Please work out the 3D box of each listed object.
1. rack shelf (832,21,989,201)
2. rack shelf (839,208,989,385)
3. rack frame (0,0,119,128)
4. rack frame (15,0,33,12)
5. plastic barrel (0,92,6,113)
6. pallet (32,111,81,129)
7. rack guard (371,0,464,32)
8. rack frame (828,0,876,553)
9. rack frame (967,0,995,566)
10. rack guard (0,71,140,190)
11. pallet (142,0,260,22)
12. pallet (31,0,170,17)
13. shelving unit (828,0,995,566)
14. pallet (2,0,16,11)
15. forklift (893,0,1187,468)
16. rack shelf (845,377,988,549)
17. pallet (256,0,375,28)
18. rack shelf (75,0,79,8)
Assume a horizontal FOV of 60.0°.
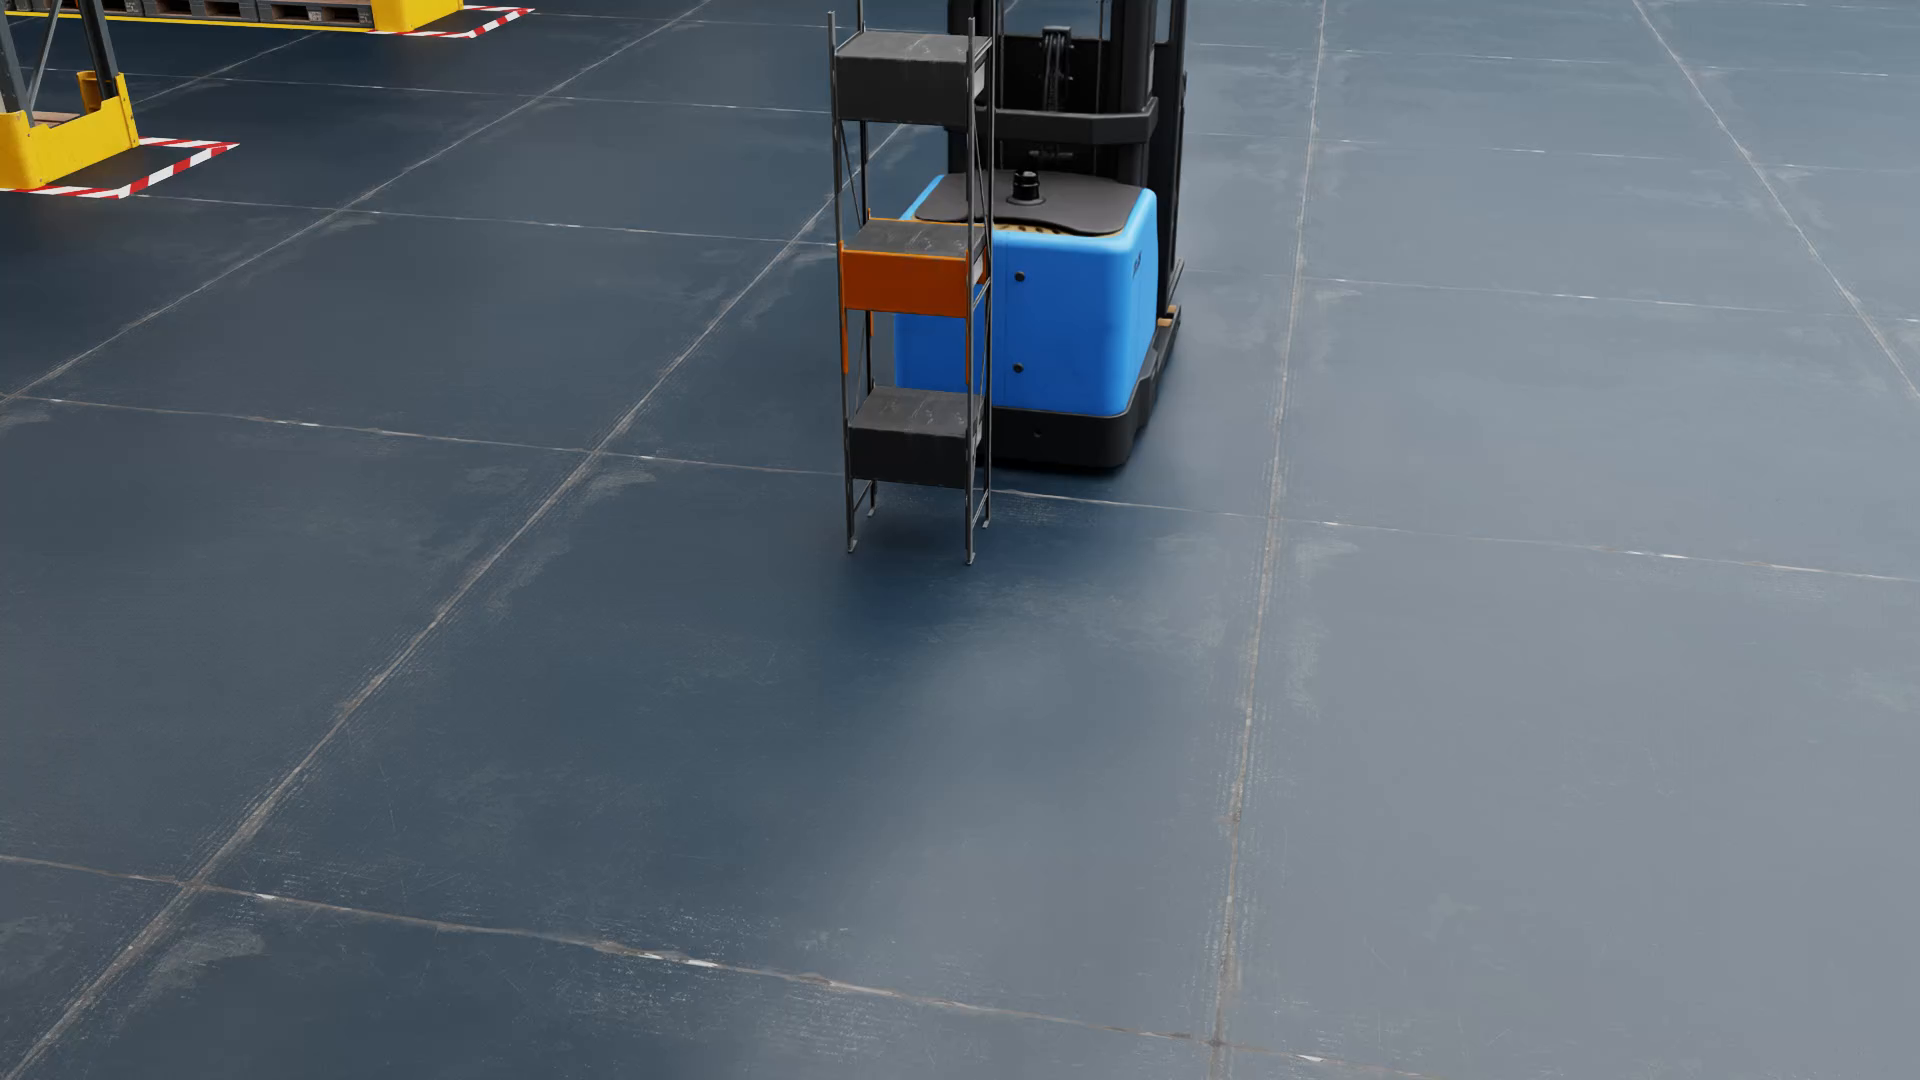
[{"bbox_3d":[-0.162,-1.540,5.947,0.480,0.518,0.431,6,29,11],"label":"rack shelf"},{"bbox_3d":[-0.162,-0.926,6.283,0.480,0.518,0.431,6,29,11],"label":"rack shelf"},{"bbox_3d":[-6.077,-3.926,10.798,0.127,3.000,1.000,6,29,11],"label":"rack frame"},{"bbox_3d":[-8.955,-6.653,15.779,0.127,3.000,1.000,6,29,11],"label":"rack frame"},{"bbox_3d":[-6.737,-3.049,11.349,0.421,0.512,0.421,0,29,0],"label":"plastic barrel"},{"bbox_3d":[-6.955,-2.772,11.594,1.213,0.211,1.003,6,29,11],"label":"pallet"},{"bbox_3d":[-5.117,-5.163,15.660,0.348,0.500,1.175,6,29,11],"label":"rack guard"},{"bbox_3d":[-0.401,-0.962,6.321,0.015,2.100,0.400,6,29,11],"label":"rack frame"},{"bbox_3d":[0.077,-0.913,6.231,0.015,2.100,0.400,6,29,11],"label":"rack frame"},{"bbox_3d":[-6.161,-2.815,11.371,0.348,0.500,1.175,6,29,11],"label":"rack guard"},{"bbox_3d":[-7.094,-5.258,16.134,1.213,0.211,1.003,6,29,11],"label":"pallet"},{"bbox_3d":[-8.290,-5.379,16.356,1.213,0.211,1.003,6,29,11],"label":"pallet"},{"bbox_3d":[-0.162,-0.938,6.276,0.503,2.100,0.431,6,29,11],"label":"shelving unit"},{"bbox_3d":[-9.716,-5.507,16.590,1.213,0.211,1.003,6,29,11],"label":"pallet"},{"bbox_3d":[0.539,-2.288,7.877,1.130,2.935,3.031,7,29,12],"label":"forklift"},{"bbox_3d":[-0.162,-0.312,6.619,0.480,0.518,0.431,6,29,11],"label":"rack shelf"},{"bbox_3d":[-5.904,-5.135,15.909,1.213,0.211,1.003,6,29,11],"label":"pallet"},{"bbox_3d":[-8.033,-3.811,11.337,4.000,0.370,1.077,6,29,11],"label":"rack shelf"}]
